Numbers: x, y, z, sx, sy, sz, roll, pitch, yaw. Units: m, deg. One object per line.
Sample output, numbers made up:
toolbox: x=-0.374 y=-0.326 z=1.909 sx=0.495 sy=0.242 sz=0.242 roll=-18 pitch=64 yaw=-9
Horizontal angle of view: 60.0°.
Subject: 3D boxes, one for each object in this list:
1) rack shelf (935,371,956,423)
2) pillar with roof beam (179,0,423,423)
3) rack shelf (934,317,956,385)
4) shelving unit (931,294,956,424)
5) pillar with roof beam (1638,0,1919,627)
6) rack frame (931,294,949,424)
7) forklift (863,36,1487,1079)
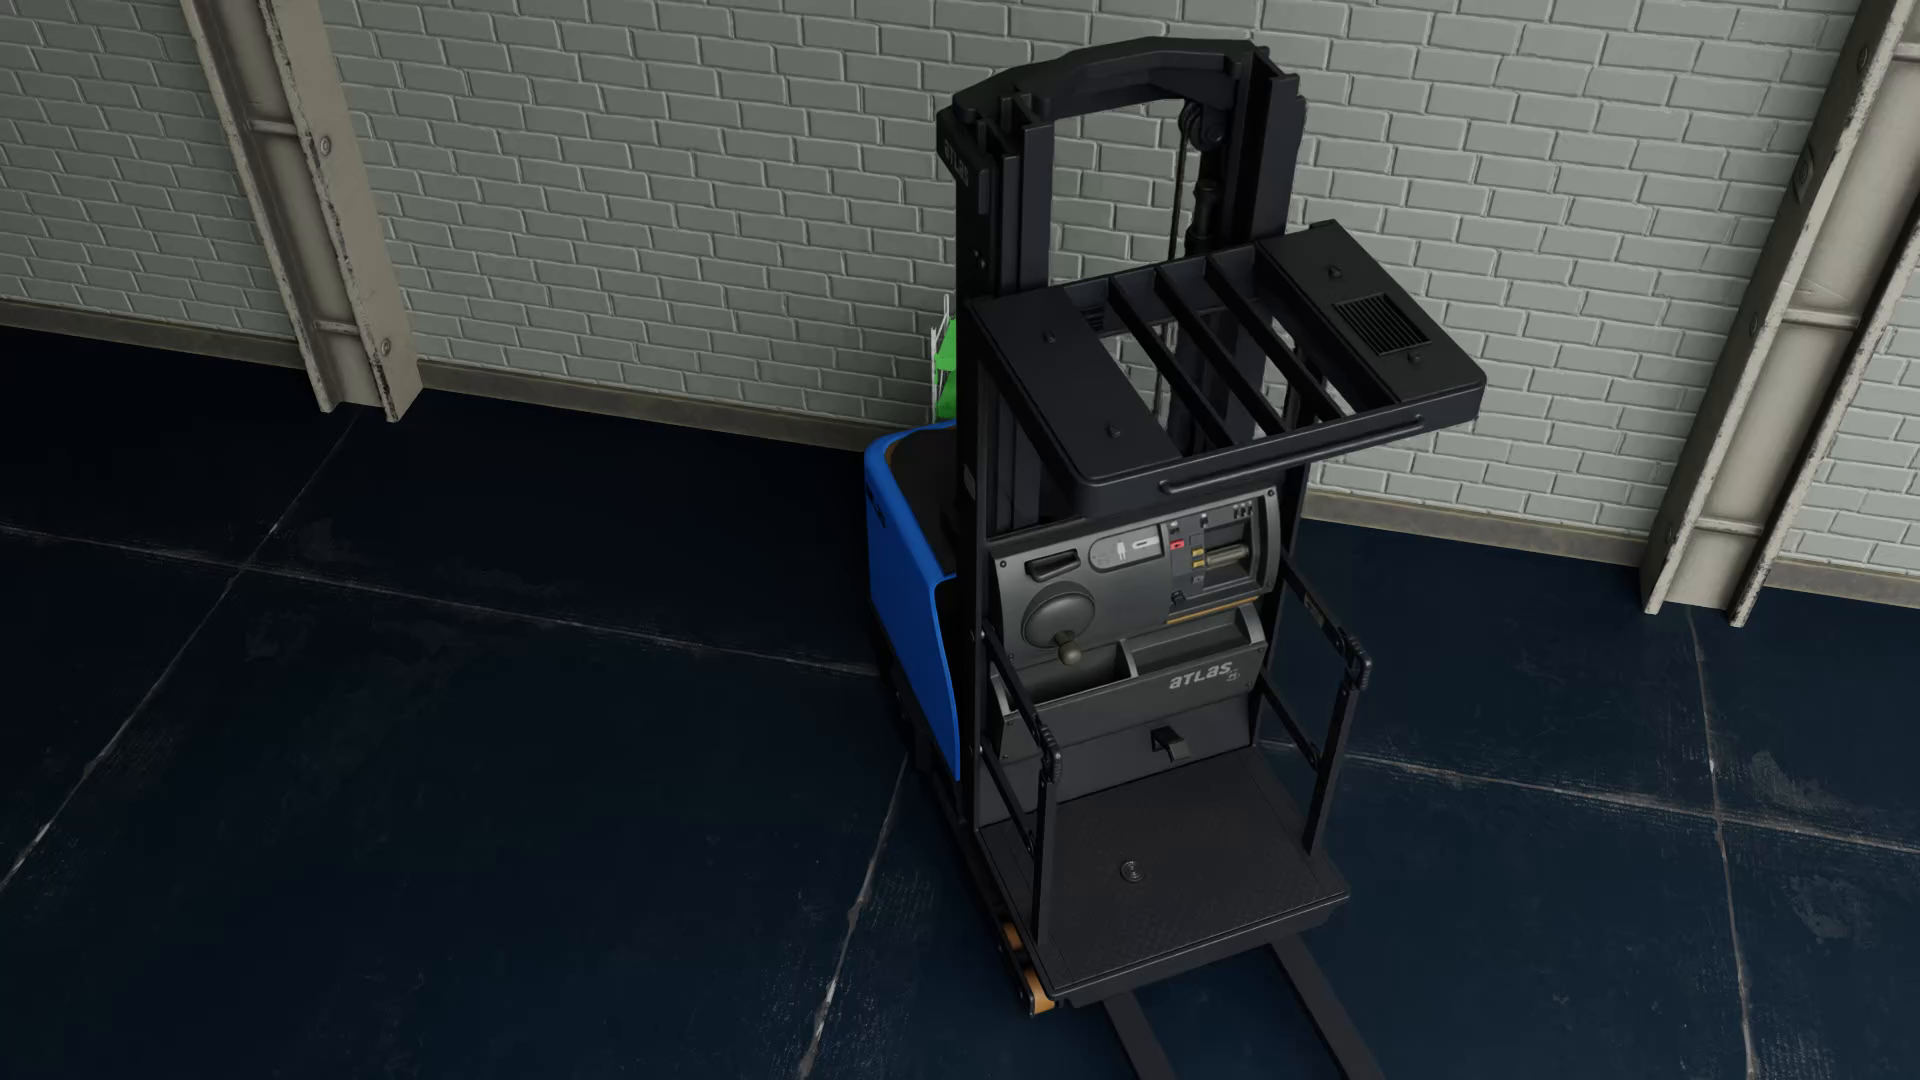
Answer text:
rack shelf: x=0.162 y=-0.534 z=6.646 sx=0.480 sy=0.148 sz=0.258 roll=9 pitch=45 yaw=9
pillar with roof beam: x=-3.734 y=-1.011 z=1.772 sx=0.400 sy=9.000 sz=9.100 roll=9 pitch=45 yaw=9
rack shelf: x=0.162 y=-0.707 z=6.479 sx=0.480 sy=0.148 sz=0.258 roll=9 pitch=45 yaw=9
shelving unit: x=0.162 y=-0.407 z=6.768 sx=0.503 sy=1.200 sz=0.258 roll=9 pitch=45 yaw=9
pillar with roof beam: x=2.122 y=-0.103 z=0.828 sx=0.400 sy=9.000 sz=9.100 roll=9 pitch=45 yaw=9
rack frame: x=-0.077 y=-0.444 z=6.806 sx=0.015 sy=1.200 sz=0.240 roll=9 pitch=45 yaw=9
forklift: x=0.624 y=0.193 z=4.896 sx=1.130 sy=2.935 sz=3.031 roll=-15 pitch=46 yaw=-15
